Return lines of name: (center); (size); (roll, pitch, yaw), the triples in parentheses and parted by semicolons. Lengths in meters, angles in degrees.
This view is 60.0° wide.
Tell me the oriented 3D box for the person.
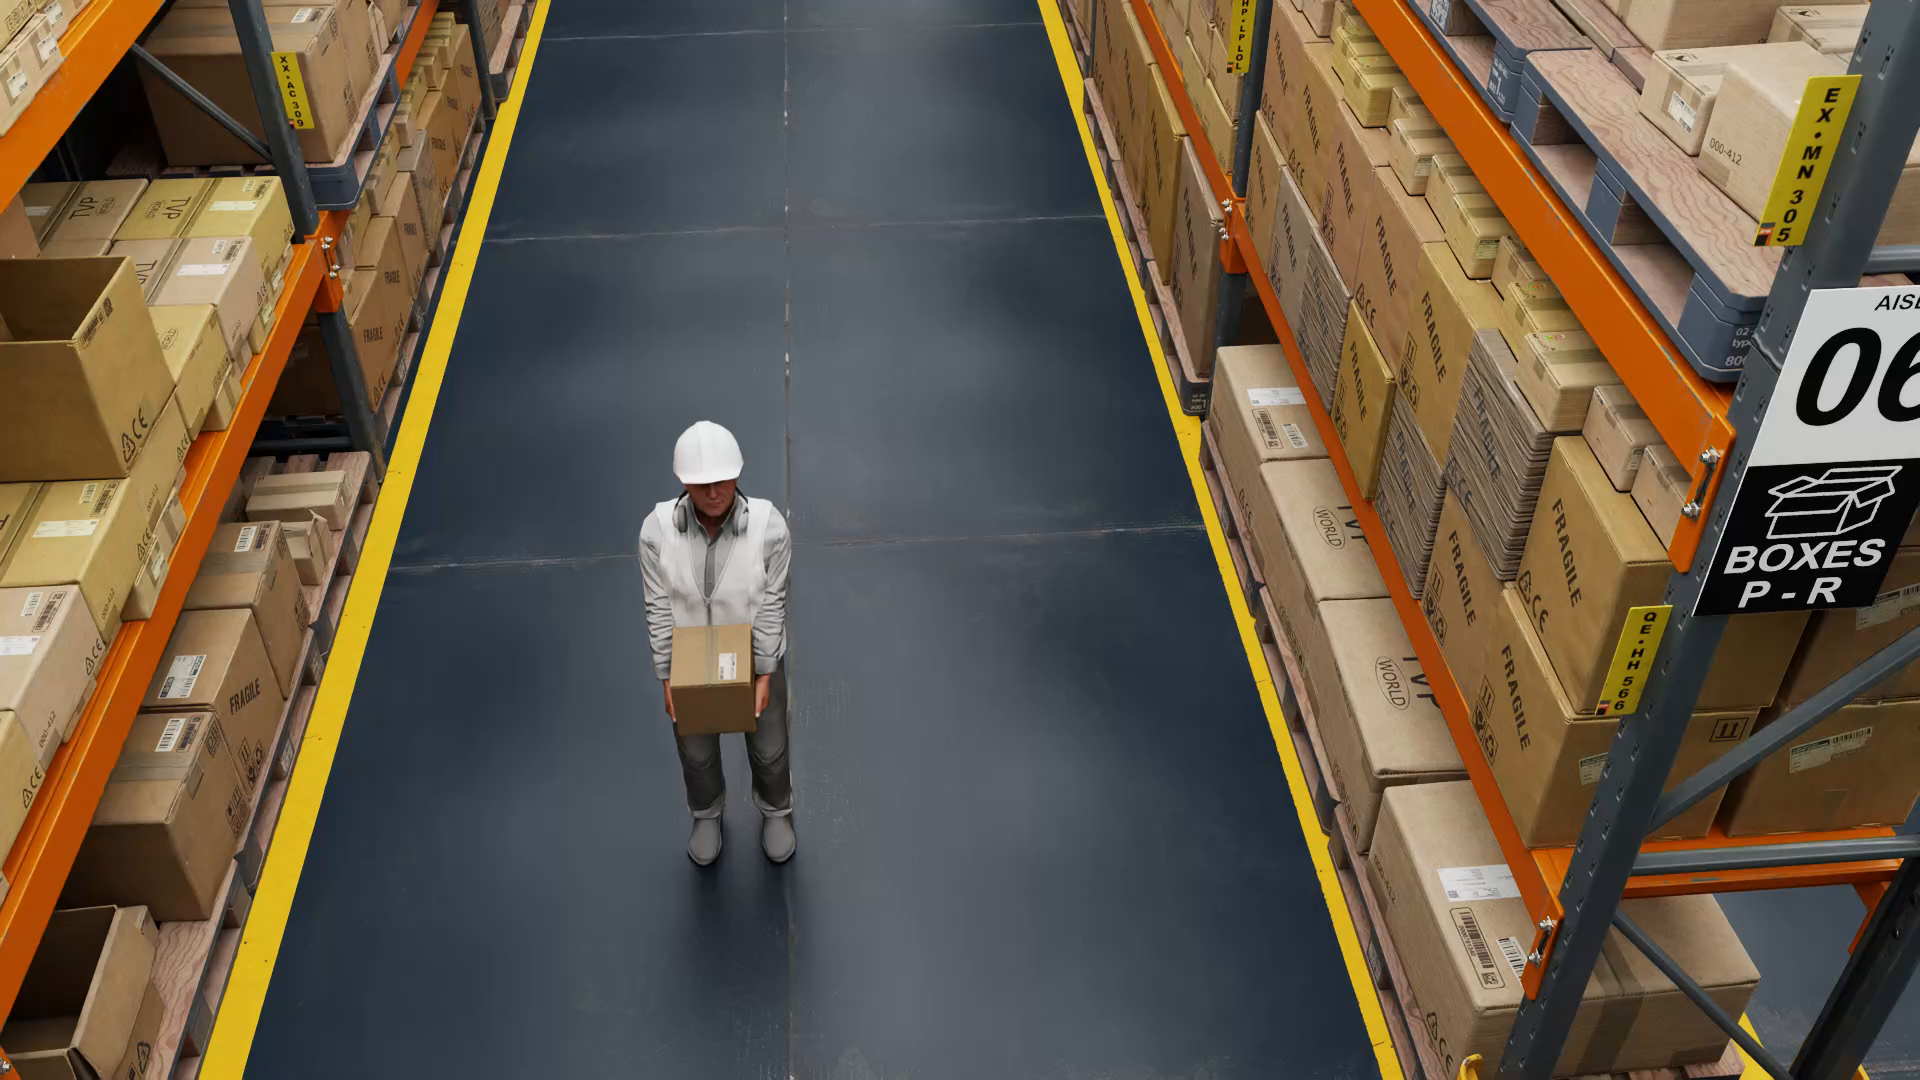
person: (-0.788, 0.442, 5.592); (0.492, 1.762, 0.564); (-3, 39, -3)
